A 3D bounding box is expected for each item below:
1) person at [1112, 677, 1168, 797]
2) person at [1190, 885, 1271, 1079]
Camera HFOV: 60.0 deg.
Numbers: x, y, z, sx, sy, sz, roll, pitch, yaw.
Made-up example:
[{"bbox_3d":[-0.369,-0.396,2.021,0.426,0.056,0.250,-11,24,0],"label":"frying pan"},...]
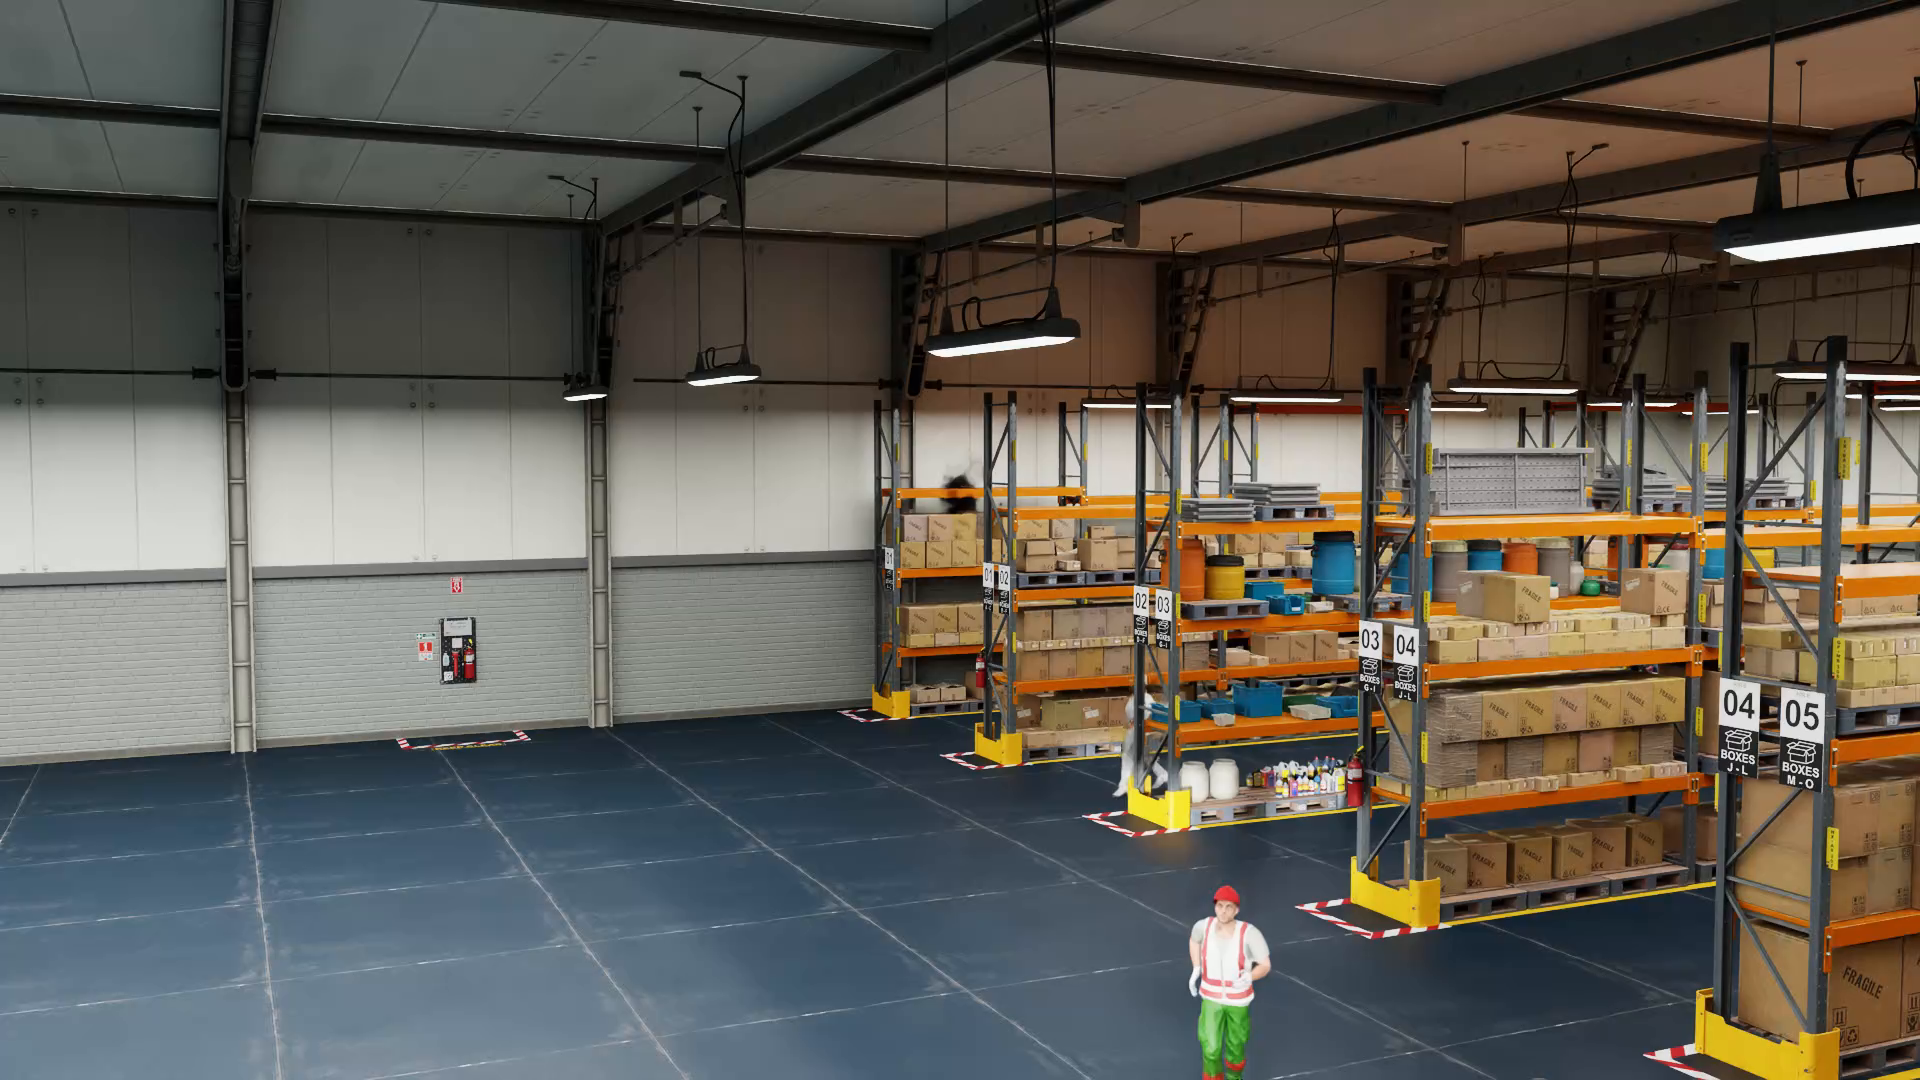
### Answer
[{"bbox_3d":[2.665,2.866,24.455,0.921,1.802,0.709,-2,4,-28],"label":"person"},{"bbox_3d":[2.050,3.535,12.690,0.638,1.841,0.802,1,3,14],"label":"person"}]
